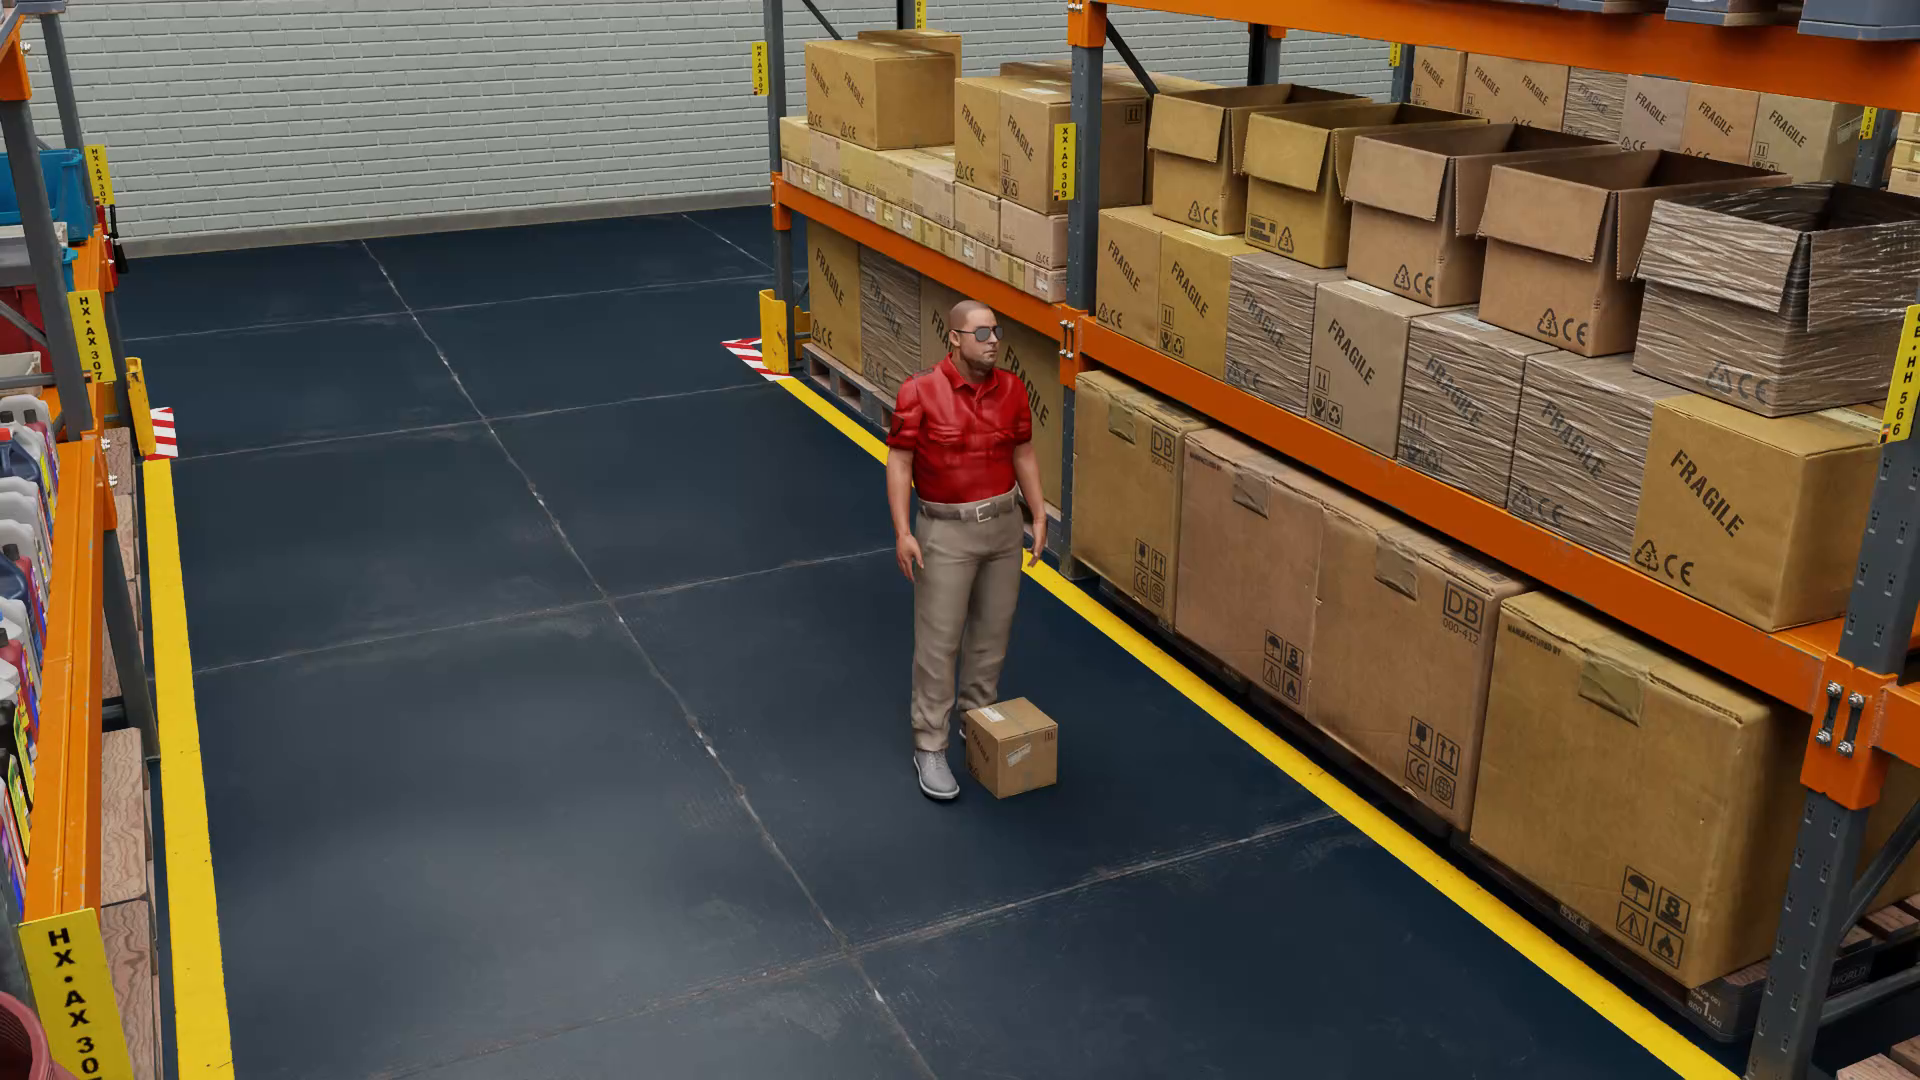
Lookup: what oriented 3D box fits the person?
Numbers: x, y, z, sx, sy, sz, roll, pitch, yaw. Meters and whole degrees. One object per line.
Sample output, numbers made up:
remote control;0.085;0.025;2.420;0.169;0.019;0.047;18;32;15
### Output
person;0.069;0.015;6.049;0.641;1.727;0.550;-11;24;-25
